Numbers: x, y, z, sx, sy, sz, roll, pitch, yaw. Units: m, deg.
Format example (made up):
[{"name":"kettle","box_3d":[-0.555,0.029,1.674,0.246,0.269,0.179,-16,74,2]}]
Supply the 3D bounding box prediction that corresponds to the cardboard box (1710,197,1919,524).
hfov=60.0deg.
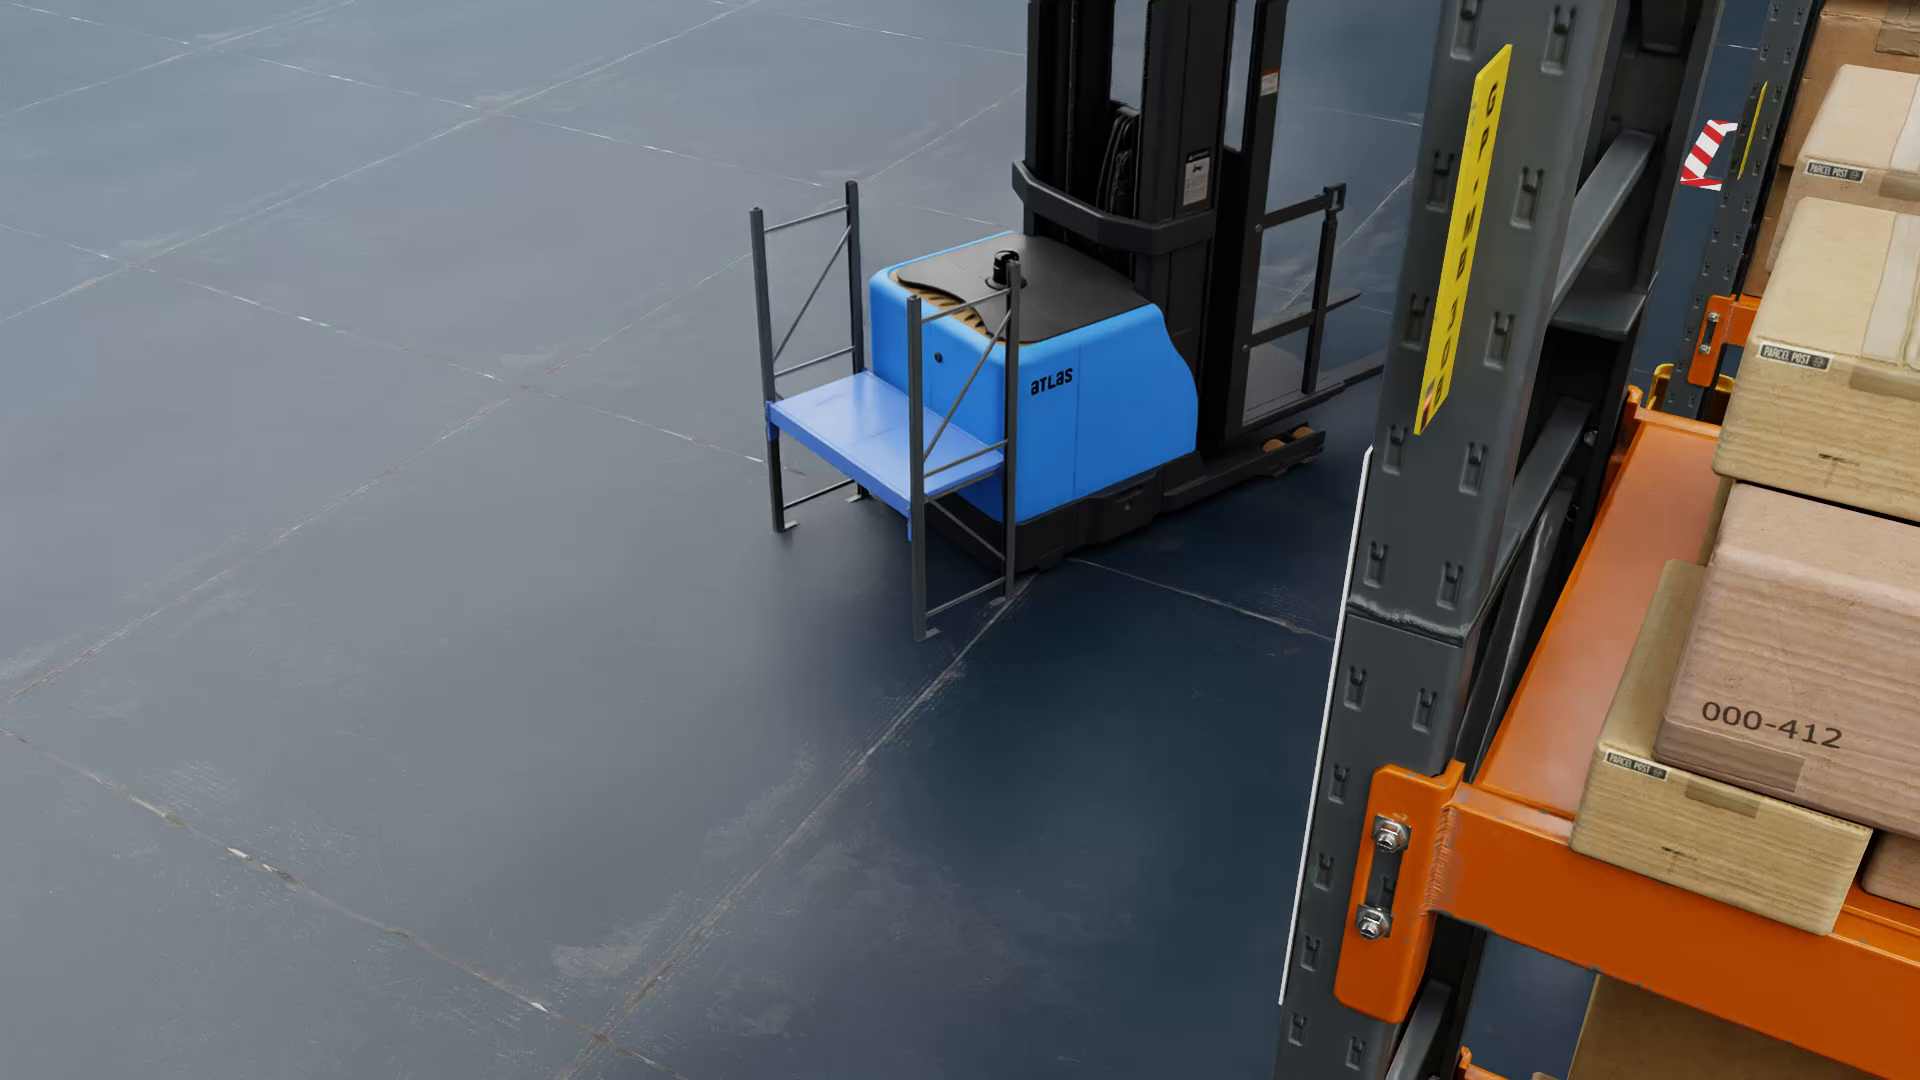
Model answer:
[{"name":"cardboard box","box_3d":[0.907,-0.180,1.615,0.250,0.149,0.380,17,37,24]}]

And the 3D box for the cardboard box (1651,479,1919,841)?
[{"name":"cardboard box","box_3d":[1.004,0.056,1.620,0.500,0.250,0.500,17,37,24]}]

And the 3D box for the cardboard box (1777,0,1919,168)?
[{"name":"cardboard box","box_3d":[3.371,-1.701,5.989,0.550,0.550,0.875,18,37,24]}]

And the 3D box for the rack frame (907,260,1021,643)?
[{"name":"rack frame","box_3d":[0.018,-0.305,6.355,0.500,1.500,0.032,-24,40,-31]}]

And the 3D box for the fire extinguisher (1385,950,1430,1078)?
[{"name":"fire extinguisher","box_3d":[0.829,0.879,3.294,0.183,0.674,0.296,18,37,24]}]

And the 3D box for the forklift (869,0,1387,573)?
[{"name":"forklift","box_3d":[1.087,-1.730,7.203,3.031,2.935,1.130,-22,40,-30]}]

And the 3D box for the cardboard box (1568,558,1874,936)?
[{"name":"cardboard box","box_3d":[0.827,0.203,1.759,0.250,0.149,0.380,18,38,24]}]

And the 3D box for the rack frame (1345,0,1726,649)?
[{"name":"rack frame","box_3d":[0.700,-1.397,1.229,0.127,3.000,1.000,18,37,24]}]

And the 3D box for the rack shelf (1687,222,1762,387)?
[{"name":"rack shelf","box_3d":[4.804,-0.461,5.884,4.000,0.370,1.077,18,37,24]}]

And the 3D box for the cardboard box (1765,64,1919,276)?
[{"name":"cardboard box","box_3d":[1.140,-0.425,1.983,0.250,0.149,0.380,18,38,25]}]

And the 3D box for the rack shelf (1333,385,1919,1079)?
[{"name":"rack shelf","box_3d":[2.436,0.701,1.434,4.000,0.370,1.077,18,37,24]}]

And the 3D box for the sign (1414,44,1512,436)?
[{"name":"sign","box_3d":[0.431,-0.251,1.426,0.005,0.325,0.100,18,37,24]}]

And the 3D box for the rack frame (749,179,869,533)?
[{"name":"rack frame","box_3d":[-0.617,-0.745,7.016,0.500,1.500,0.032,-24,40,-31]}]

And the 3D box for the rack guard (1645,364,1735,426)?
[{"name":"rack guard","box_3d":[3.047,-0.276,7.214,0.348,0.500,1.175,18,37,24]}]

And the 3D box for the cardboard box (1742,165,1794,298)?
[{"name":"cardboard box","box_3d":[3.413,-1.292,6.349,0.550,0.550,0.875,18,37,24]}]

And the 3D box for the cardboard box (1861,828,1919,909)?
[{"name":"cardboard box","box_3d":[1.099,0.233,1.715,0.250,0.149,0.380,16,37,23]}]

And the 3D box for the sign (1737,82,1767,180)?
[{"name":"sign","box_3d":[2.787,-1.438,5.850,0.005,0.325,0.100,18,37,24]}]

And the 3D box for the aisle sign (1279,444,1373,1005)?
[{"name":"aisle sign","box_3d":[0.492,0.150,1.973,0.004,0.787,0.394,18,37,24]}]

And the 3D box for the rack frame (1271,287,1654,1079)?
[{"name":"rack frame","box_3d":[0.700,1.100,2.892,0.127,3.000,1.000,18,37,24]}]

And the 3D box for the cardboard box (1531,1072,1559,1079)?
[{"name":"cardboard box","box_3d":[0.973,1.198,2.386,0.500,0.500,0.500,17,37,24]}]

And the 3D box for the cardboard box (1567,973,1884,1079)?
[{"name":"cardboard box","box_3d":[1.252,0.554,2.452,0.500,0.500,0.700,17,37,23]}]

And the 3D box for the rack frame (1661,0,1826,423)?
[{"name":"rack frame","box_3d":[3.068,-1.310,6.511,0.127,3.000,1.000,18,37,24]}]

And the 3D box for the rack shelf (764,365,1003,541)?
[{"name":"rack shelf","box_3d":[-0.300,-0.376,6.785,0.538,0.185,1.000,-24,40,-31]}]

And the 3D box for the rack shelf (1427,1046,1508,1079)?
[{"name":"rack shelf","box_3d":[2.436,1.949,2.265,4.000,0.370,1.077,18,37,24]}]

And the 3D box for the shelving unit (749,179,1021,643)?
[{"name":"shelving unit","box_3d":[-0.300,-0.525,6.686,0.538,1.500,1.048,-24,40,-31]}]

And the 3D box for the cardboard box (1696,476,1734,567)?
[{"name":"cardboard box","box_3d":[1.148,-0.081,2.185,0.250,0.149,0.380,18,38,25]}]
